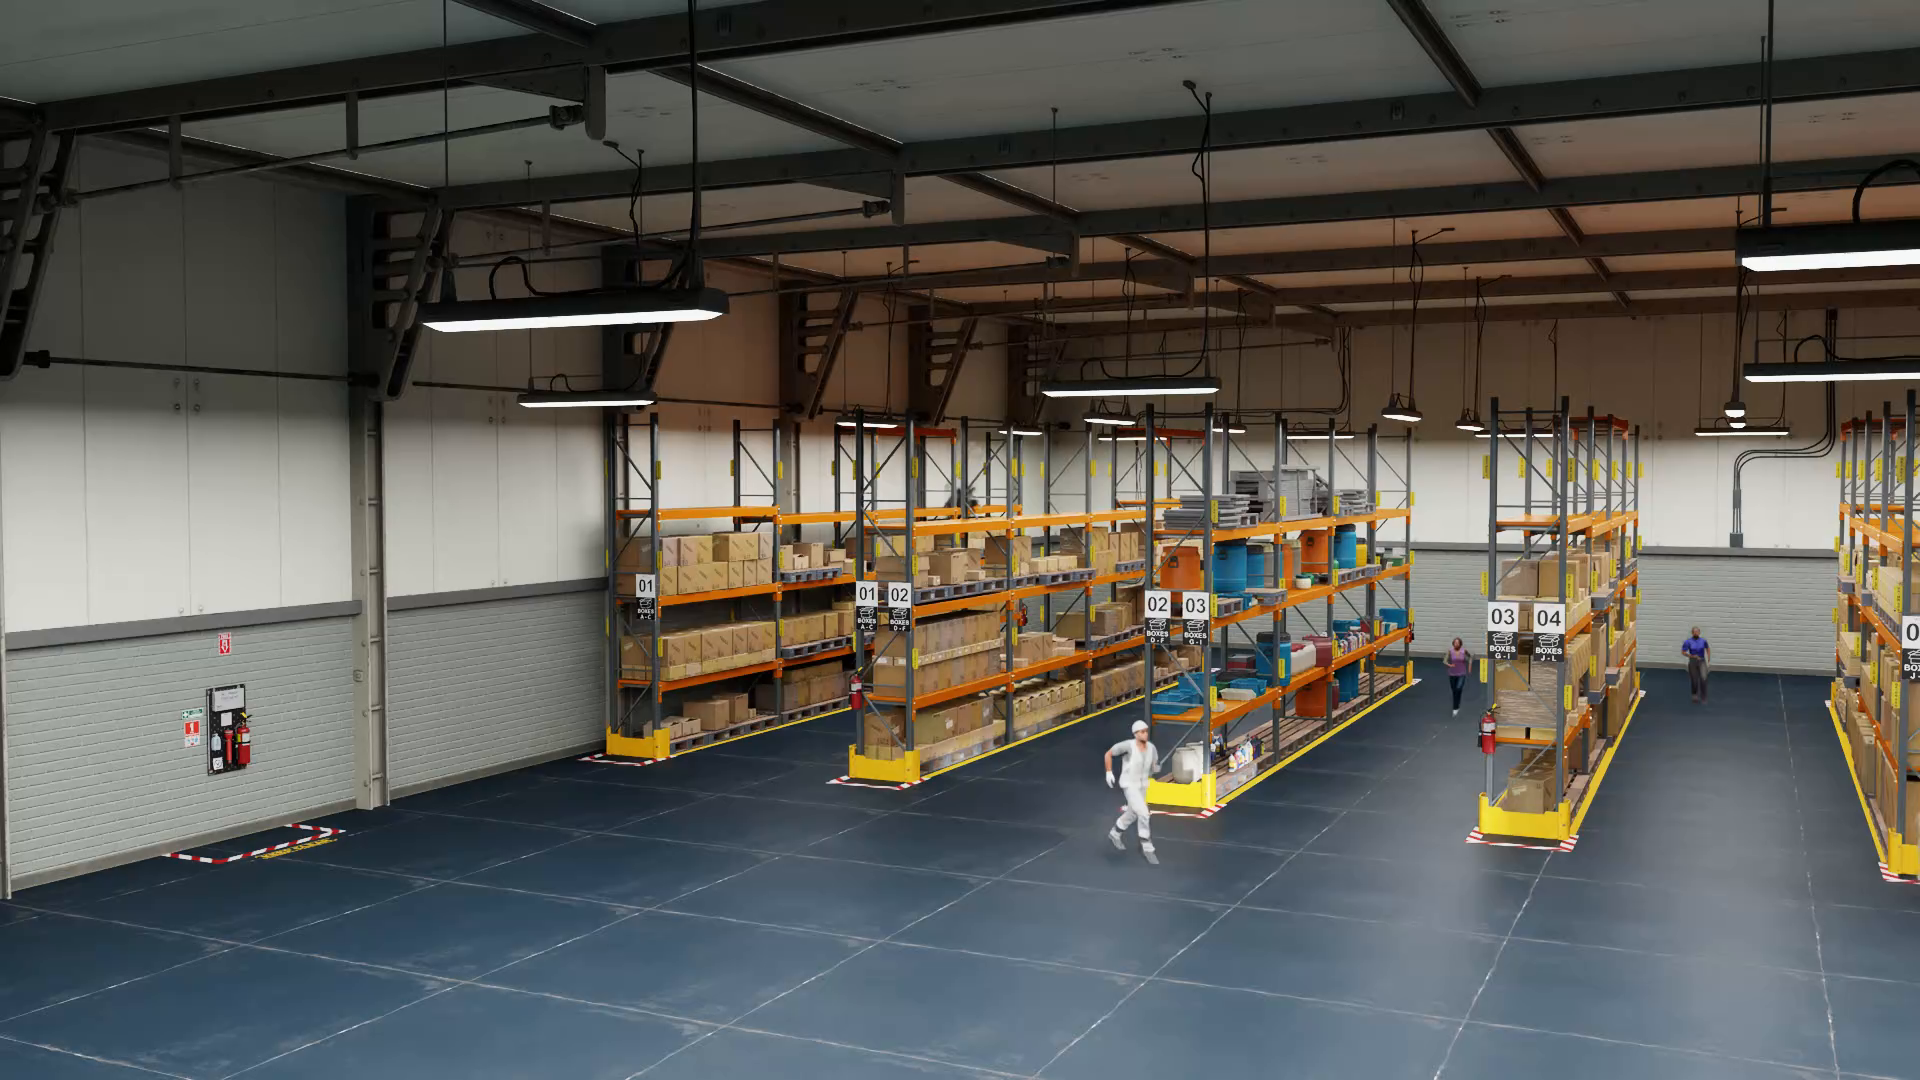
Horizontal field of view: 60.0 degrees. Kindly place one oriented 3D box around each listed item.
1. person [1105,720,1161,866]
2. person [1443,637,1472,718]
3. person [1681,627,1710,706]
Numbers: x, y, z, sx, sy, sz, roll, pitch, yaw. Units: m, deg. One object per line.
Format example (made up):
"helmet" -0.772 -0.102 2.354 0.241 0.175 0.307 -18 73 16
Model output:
"person" 2.233 3.212 21.380 0.692 1.822 0.959 -2 3 -34
"person" 10.155 2.777 33.964 0.563 1.612 0.905 1 3 19
"person" 15.793 2.698 35.686 0.602 1.675 0.882 1 2 12
